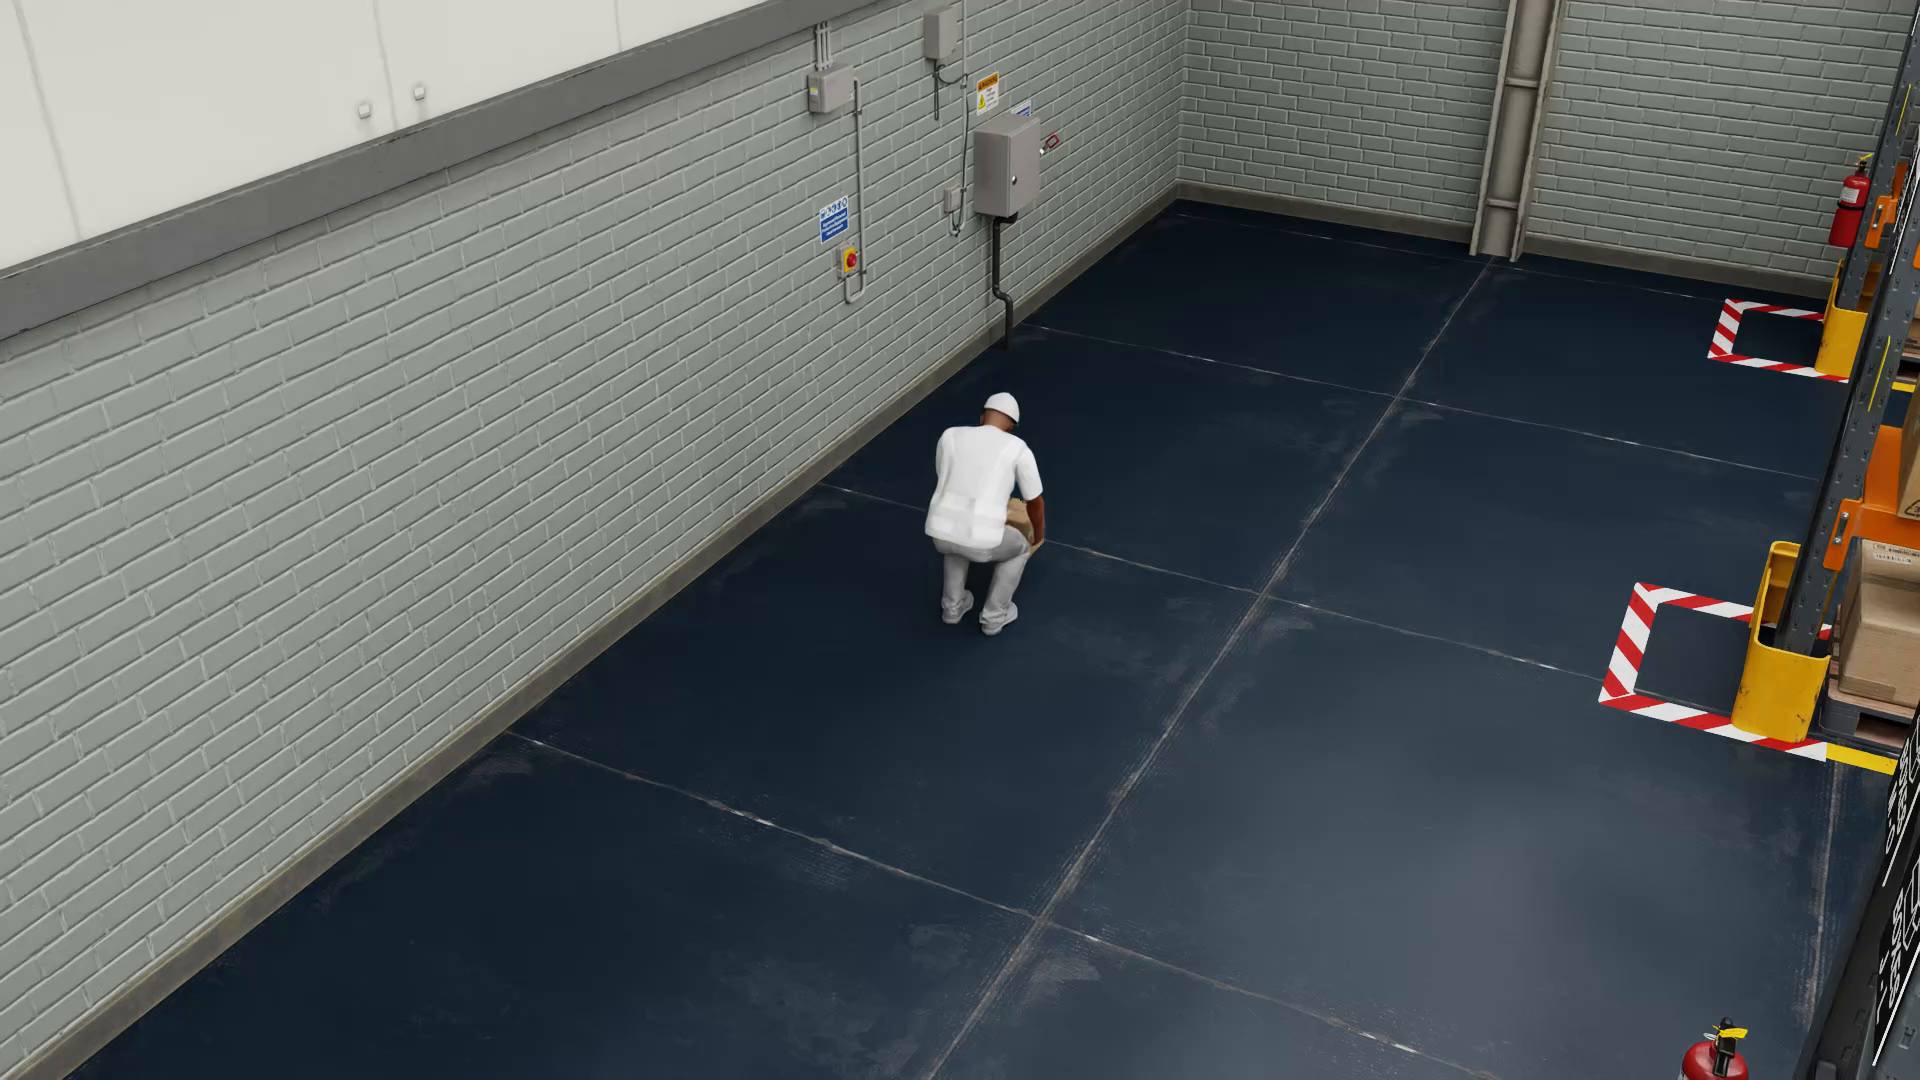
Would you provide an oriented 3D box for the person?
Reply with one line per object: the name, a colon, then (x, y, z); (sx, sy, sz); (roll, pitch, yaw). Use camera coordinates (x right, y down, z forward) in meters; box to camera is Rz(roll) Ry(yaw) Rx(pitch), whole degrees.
person: (0.097, -0.138, 9.074); (0.620, 1.207, 0.839); (14, 33, 23)
